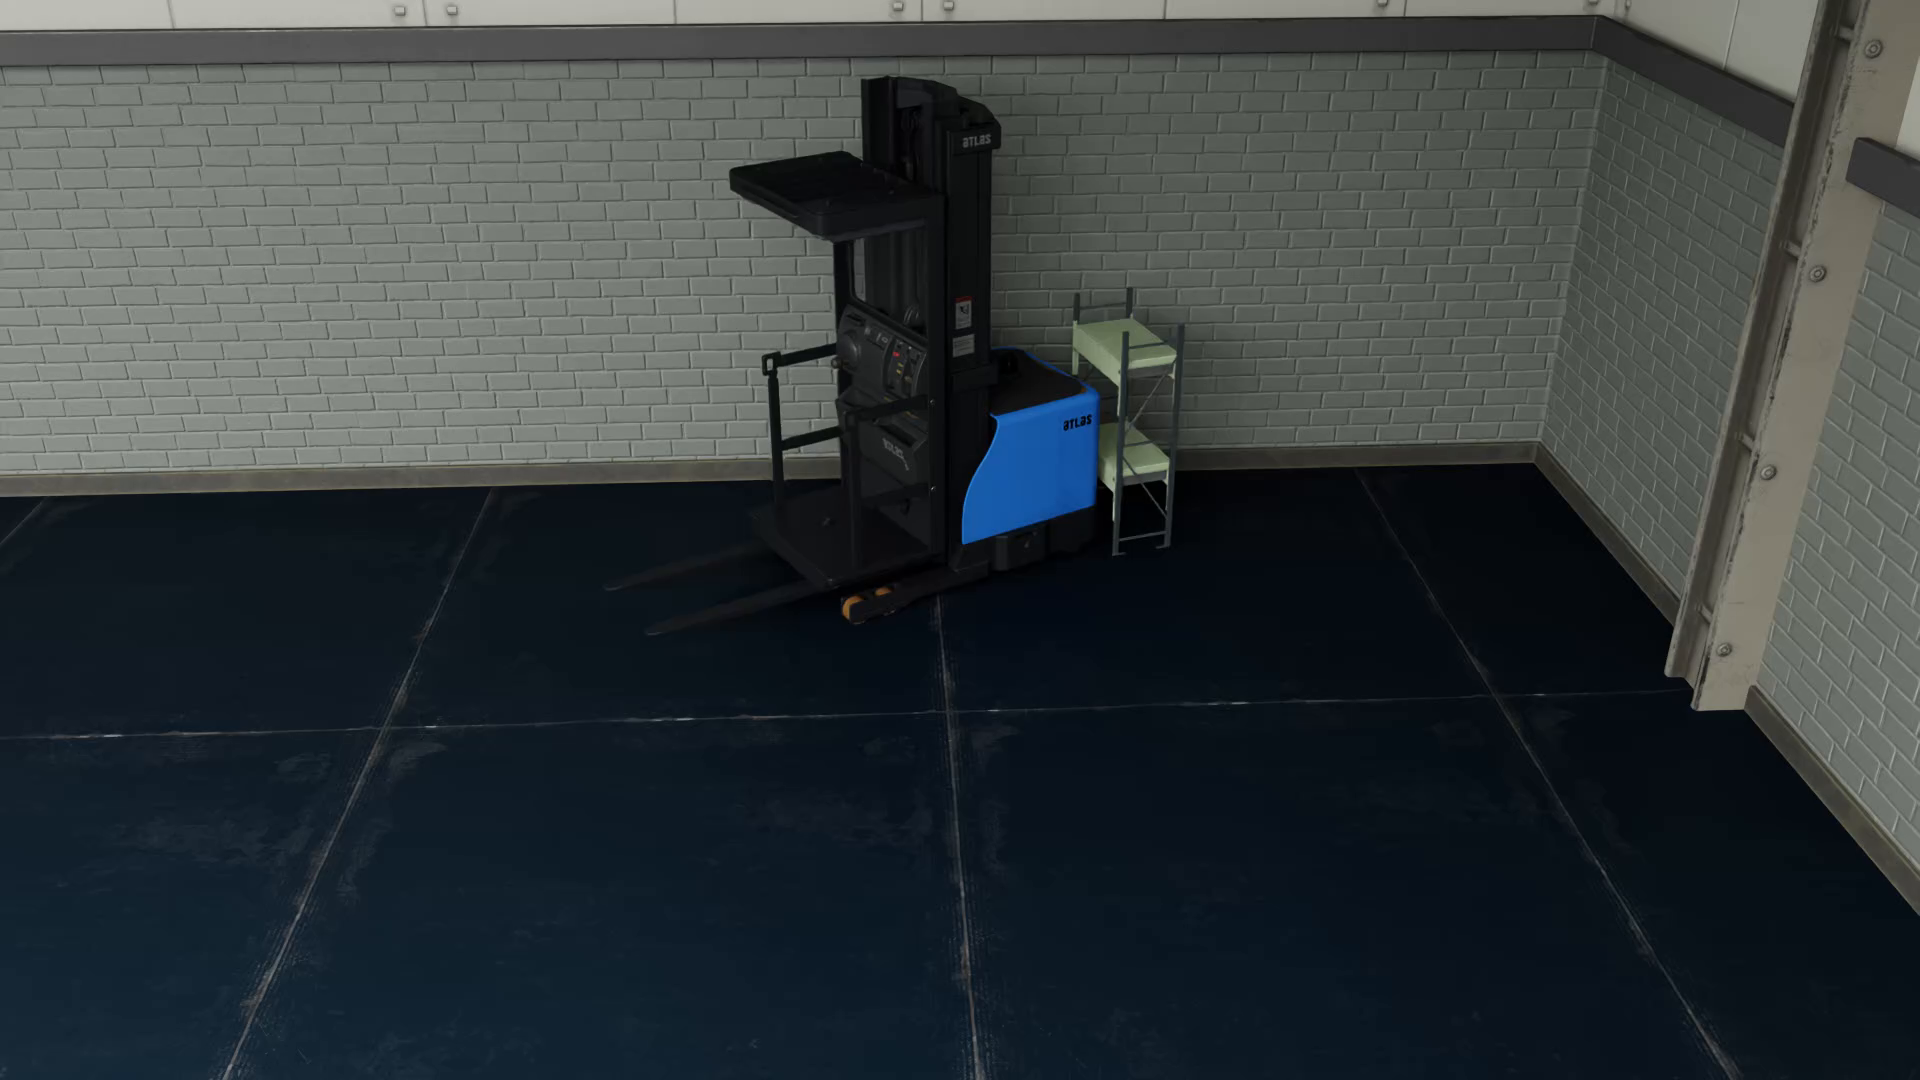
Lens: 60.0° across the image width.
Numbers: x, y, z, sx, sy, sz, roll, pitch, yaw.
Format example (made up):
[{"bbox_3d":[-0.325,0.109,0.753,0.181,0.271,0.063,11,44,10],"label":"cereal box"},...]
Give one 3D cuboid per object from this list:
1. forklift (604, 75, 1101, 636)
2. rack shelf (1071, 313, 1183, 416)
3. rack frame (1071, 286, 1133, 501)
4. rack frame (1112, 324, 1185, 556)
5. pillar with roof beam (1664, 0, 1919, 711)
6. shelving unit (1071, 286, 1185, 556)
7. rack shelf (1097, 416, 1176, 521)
[{"bbox_3d":[-0.638,-1.080,9.652,3.031,2.935,1.130,-17,32,-29],"label":"forklift"},{"bbox_3d":[1.035,-1.104,10.400,0.431,0.370,0.720,-9,29,-17],"label":"rack shelf"},{"bbox_3d":[0.911,-0.917,10.886,0.400,1.500,0.023,-9,29,-17],"label":"rack frame"},{"bbox_3d":[1.158,-0.599,10.275,0.400,1.500,0.023,-9,29,-17],"label":"rack frame"},{"bbox_3d":[-0.188,-3.059,6.885,9.100,9.000,0.400,-1,28,-3],"label":"pillar with roof beam"},{"bbox_3d":[1.035,-0.758,10.581,0.431,1.500,0.755,-9,29,-17],"label":"shelving unit"},{"bbox_3d":[1.035,-0.469,10.732,0.431,0.370,0.720,-9,29,-17],"label":"rack shelf"}]
